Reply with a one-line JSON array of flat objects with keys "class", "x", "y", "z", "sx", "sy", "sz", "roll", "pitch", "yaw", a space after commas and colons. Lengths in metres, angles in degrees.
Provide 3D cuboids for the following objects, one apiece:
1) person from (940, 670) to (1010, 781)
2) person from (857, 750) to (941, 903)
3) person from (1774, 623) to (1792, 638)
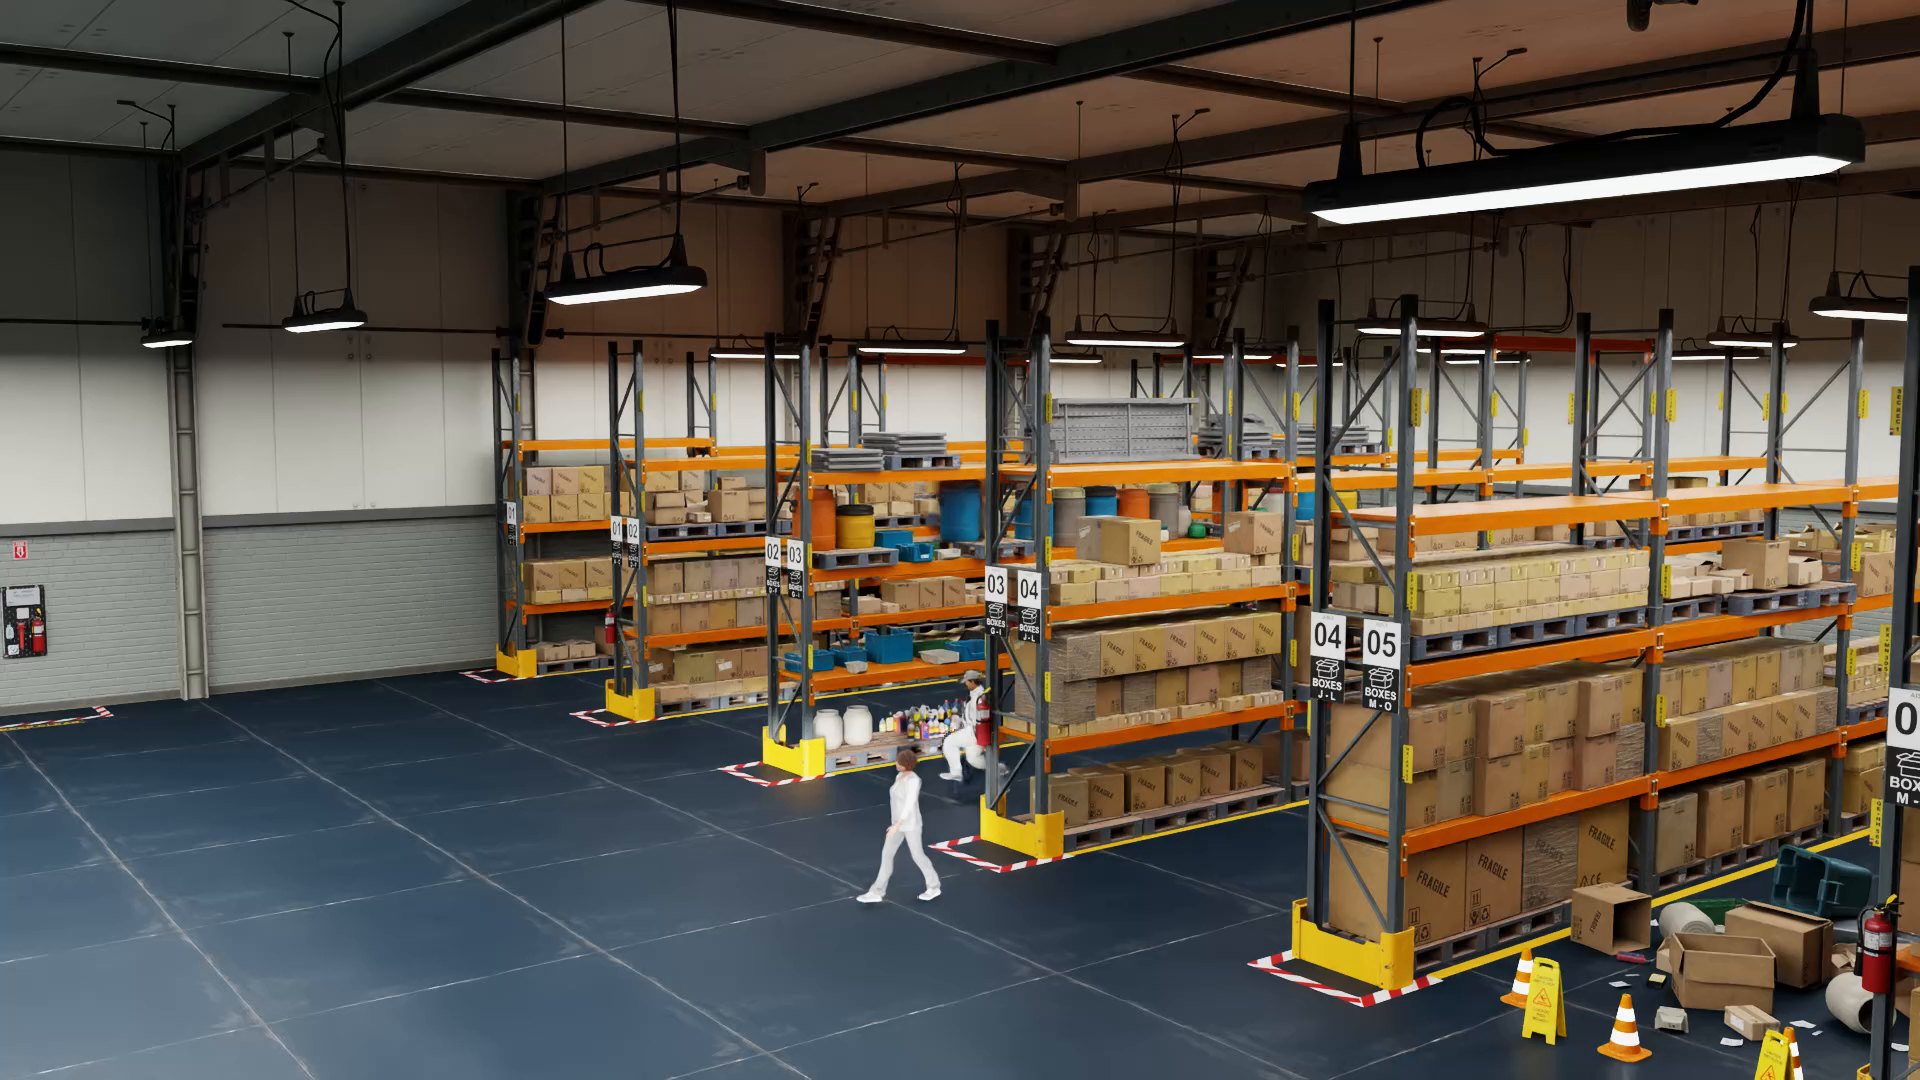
[{"class": "person", "x": 0.189, "y": 2.350, "z": 21.148, "sx": 0.900, "sy": 1.393, "sz": 0.521, "roll": 0, "pitch": 5, "yaw": -1}, {"class": "person", "x": -0.610, "y": 2.909, "z": 16.813, "sx": 0.903, "sy": 1.521, "sz": 0.432, "roll": -3, "pitch": 6, "yaw": -27}, {"class": "person", "x": 15.533, "y": 1.576, "z": 31.511, "sx": 0.453, "sy": 1.630, "sz": 0.944, "roll": -1, "pitch": 5, "yaw": -9}]
